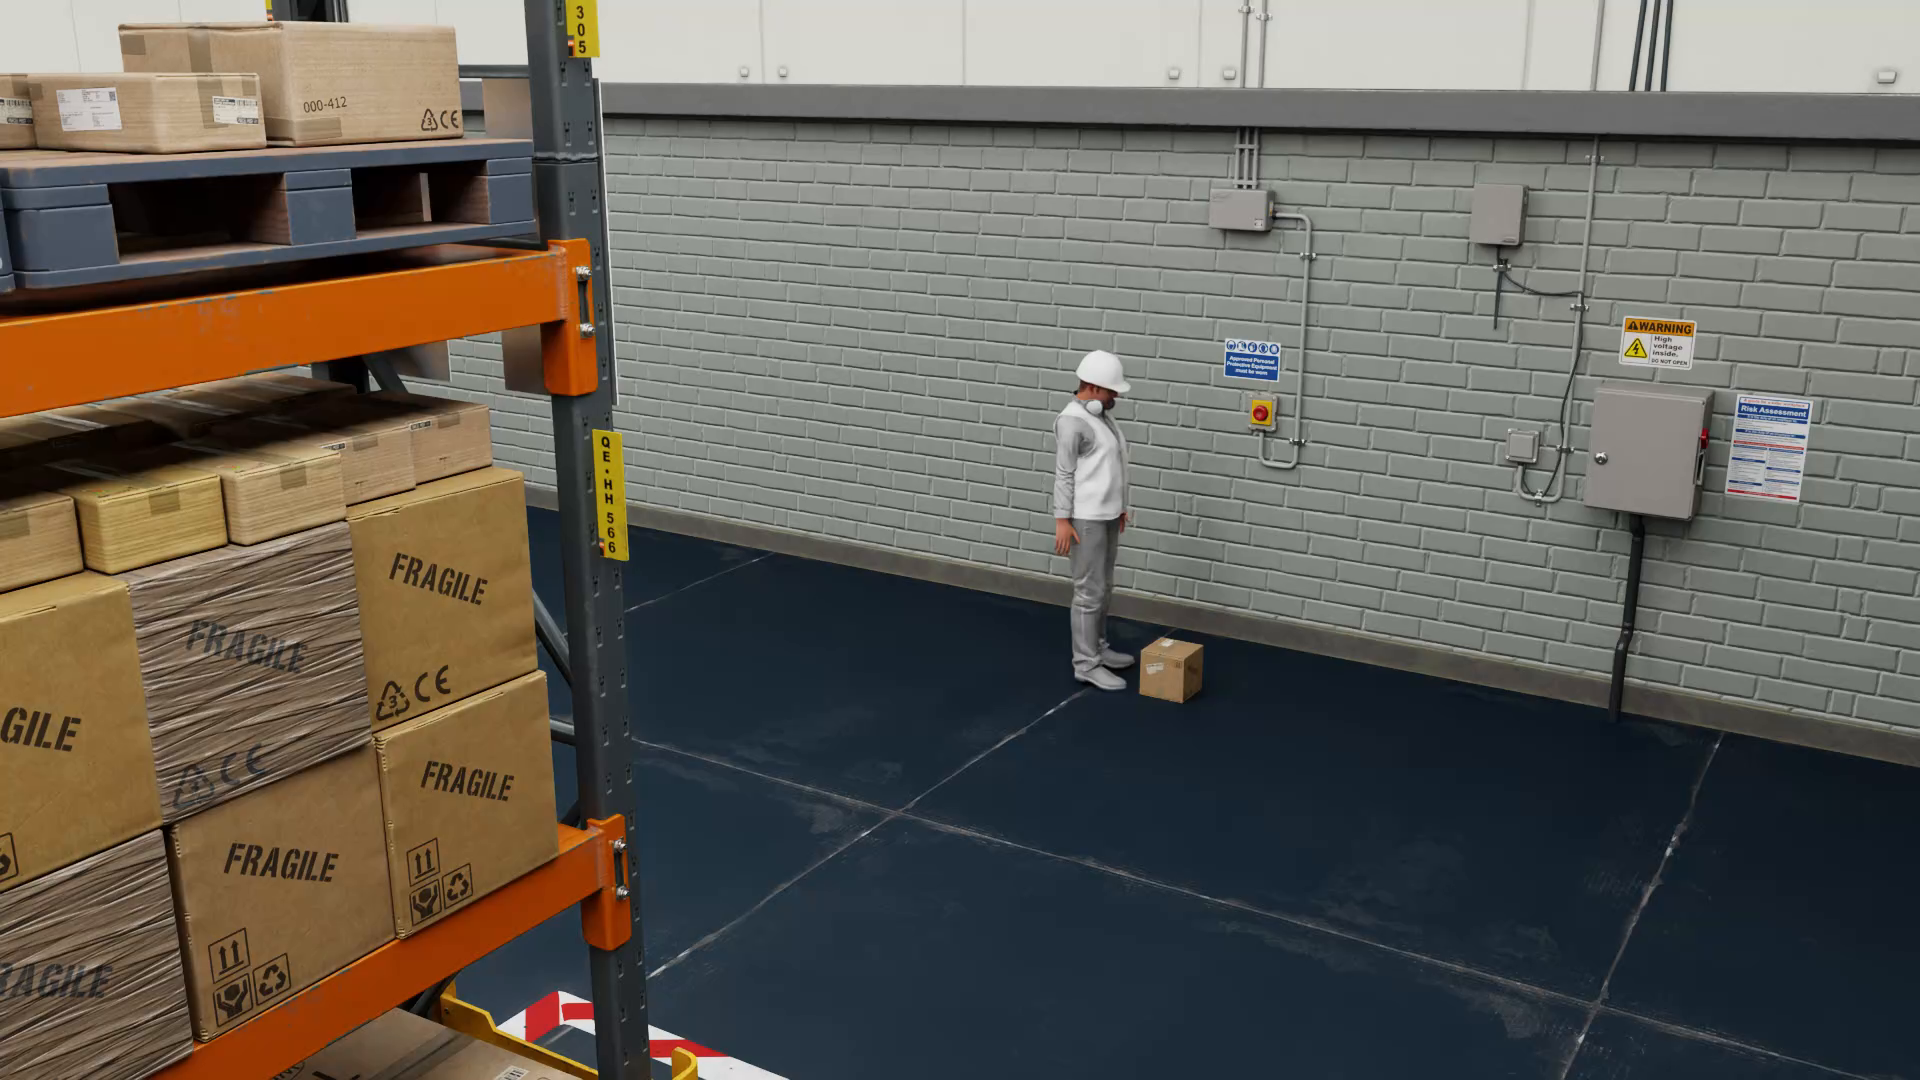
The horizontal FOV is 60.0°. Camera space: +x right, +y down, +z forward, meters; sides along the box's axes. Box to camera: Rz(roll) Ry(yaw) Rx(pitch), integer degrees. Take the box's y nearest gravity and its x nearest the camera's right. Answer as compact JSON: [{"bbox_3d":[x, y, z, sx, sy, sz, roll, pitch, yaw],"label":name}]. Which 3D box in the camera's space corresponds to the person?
[{"bbox_3d":[0.749,-0.122,8.869,0.448,1.791,0.598,7,17,22],"label":"person"}]
